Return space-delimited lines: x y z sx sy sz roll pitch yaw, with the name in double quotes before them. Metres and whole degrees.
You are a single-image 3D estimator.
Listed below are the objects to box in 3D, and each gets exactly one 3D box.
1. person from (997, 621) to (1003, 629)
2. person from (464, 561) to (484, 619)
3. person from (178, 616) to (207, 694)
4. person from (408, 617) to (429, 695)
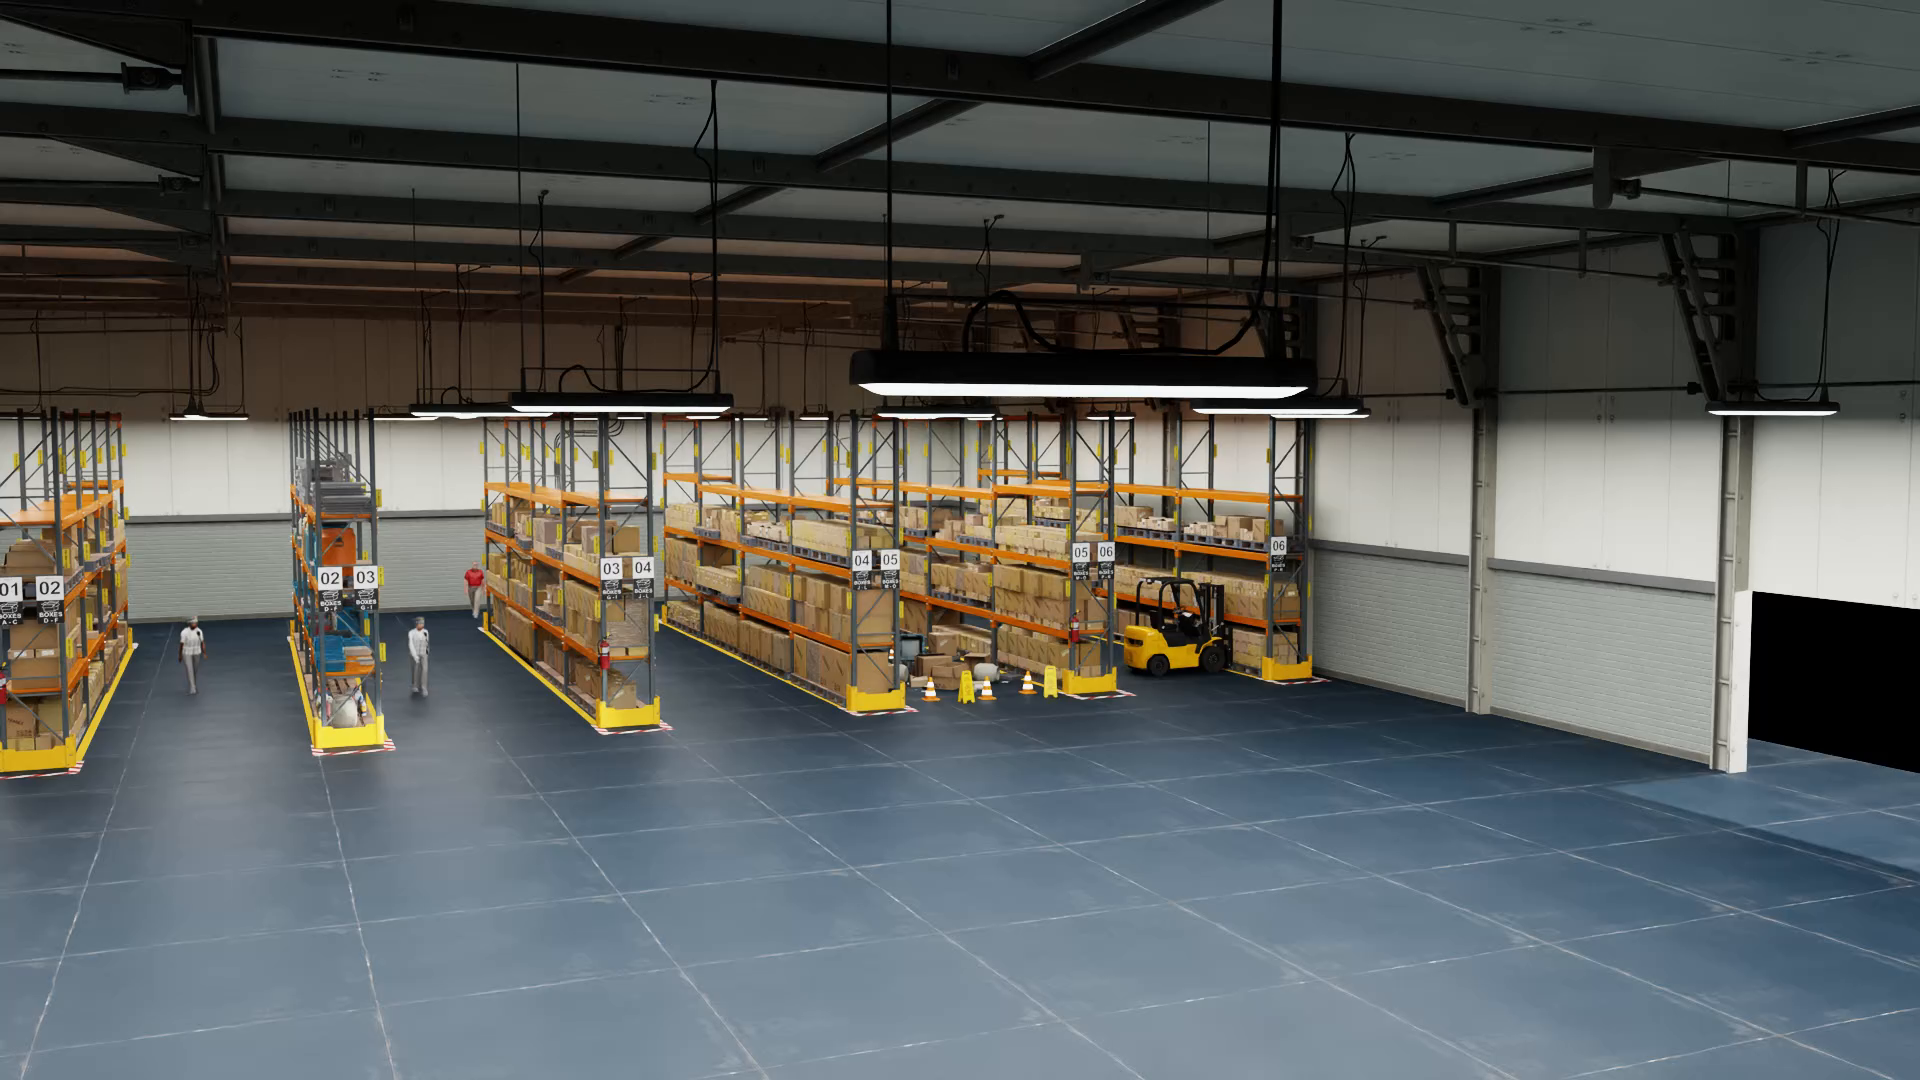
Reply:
"person" 0.940 1.685 43.942 0.437 1.529 0.531 -1 4 -20
"person" -14.280 1.460 48.824 0.519 1.665 1.097 0 4 -4
"person" -16.315 2.418 35.360 0.523 1.615 1.067 -3 5 -38
"person" -11.420 2.437 35.164 0.467 1.616 0.935 -2 5 -32
